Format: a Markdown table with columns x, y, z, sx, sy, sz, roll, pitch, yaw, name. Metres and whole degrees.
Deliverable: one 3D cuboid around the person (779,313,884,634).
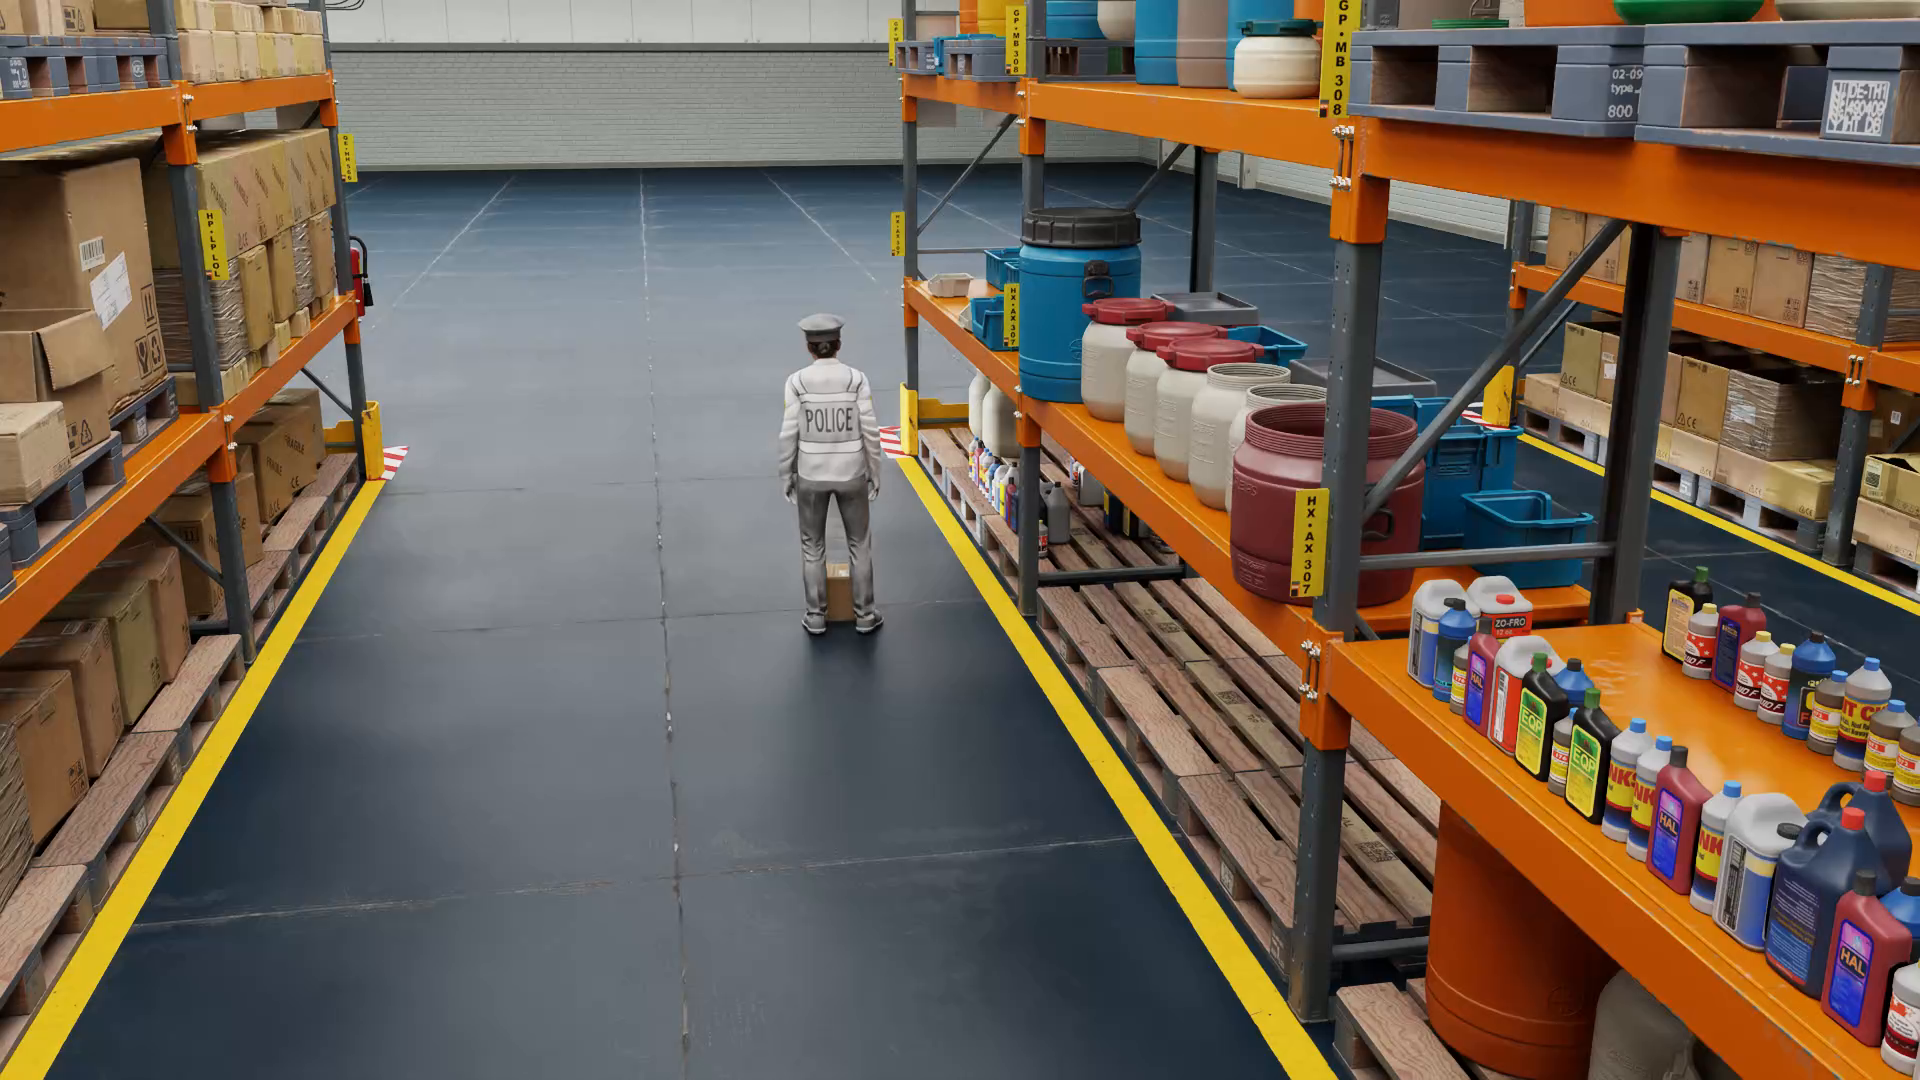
| x | y | z | sx | sy | sz | roll | pitch | yaw | name |
| --- | --- | --- | --- | --- | --- | --- | --- | --- | --- |
| -0.669 | -0.323 | 8.625 | 0.535 | 1.661 | 0.374 | -2 | 17 | -5 | person |
